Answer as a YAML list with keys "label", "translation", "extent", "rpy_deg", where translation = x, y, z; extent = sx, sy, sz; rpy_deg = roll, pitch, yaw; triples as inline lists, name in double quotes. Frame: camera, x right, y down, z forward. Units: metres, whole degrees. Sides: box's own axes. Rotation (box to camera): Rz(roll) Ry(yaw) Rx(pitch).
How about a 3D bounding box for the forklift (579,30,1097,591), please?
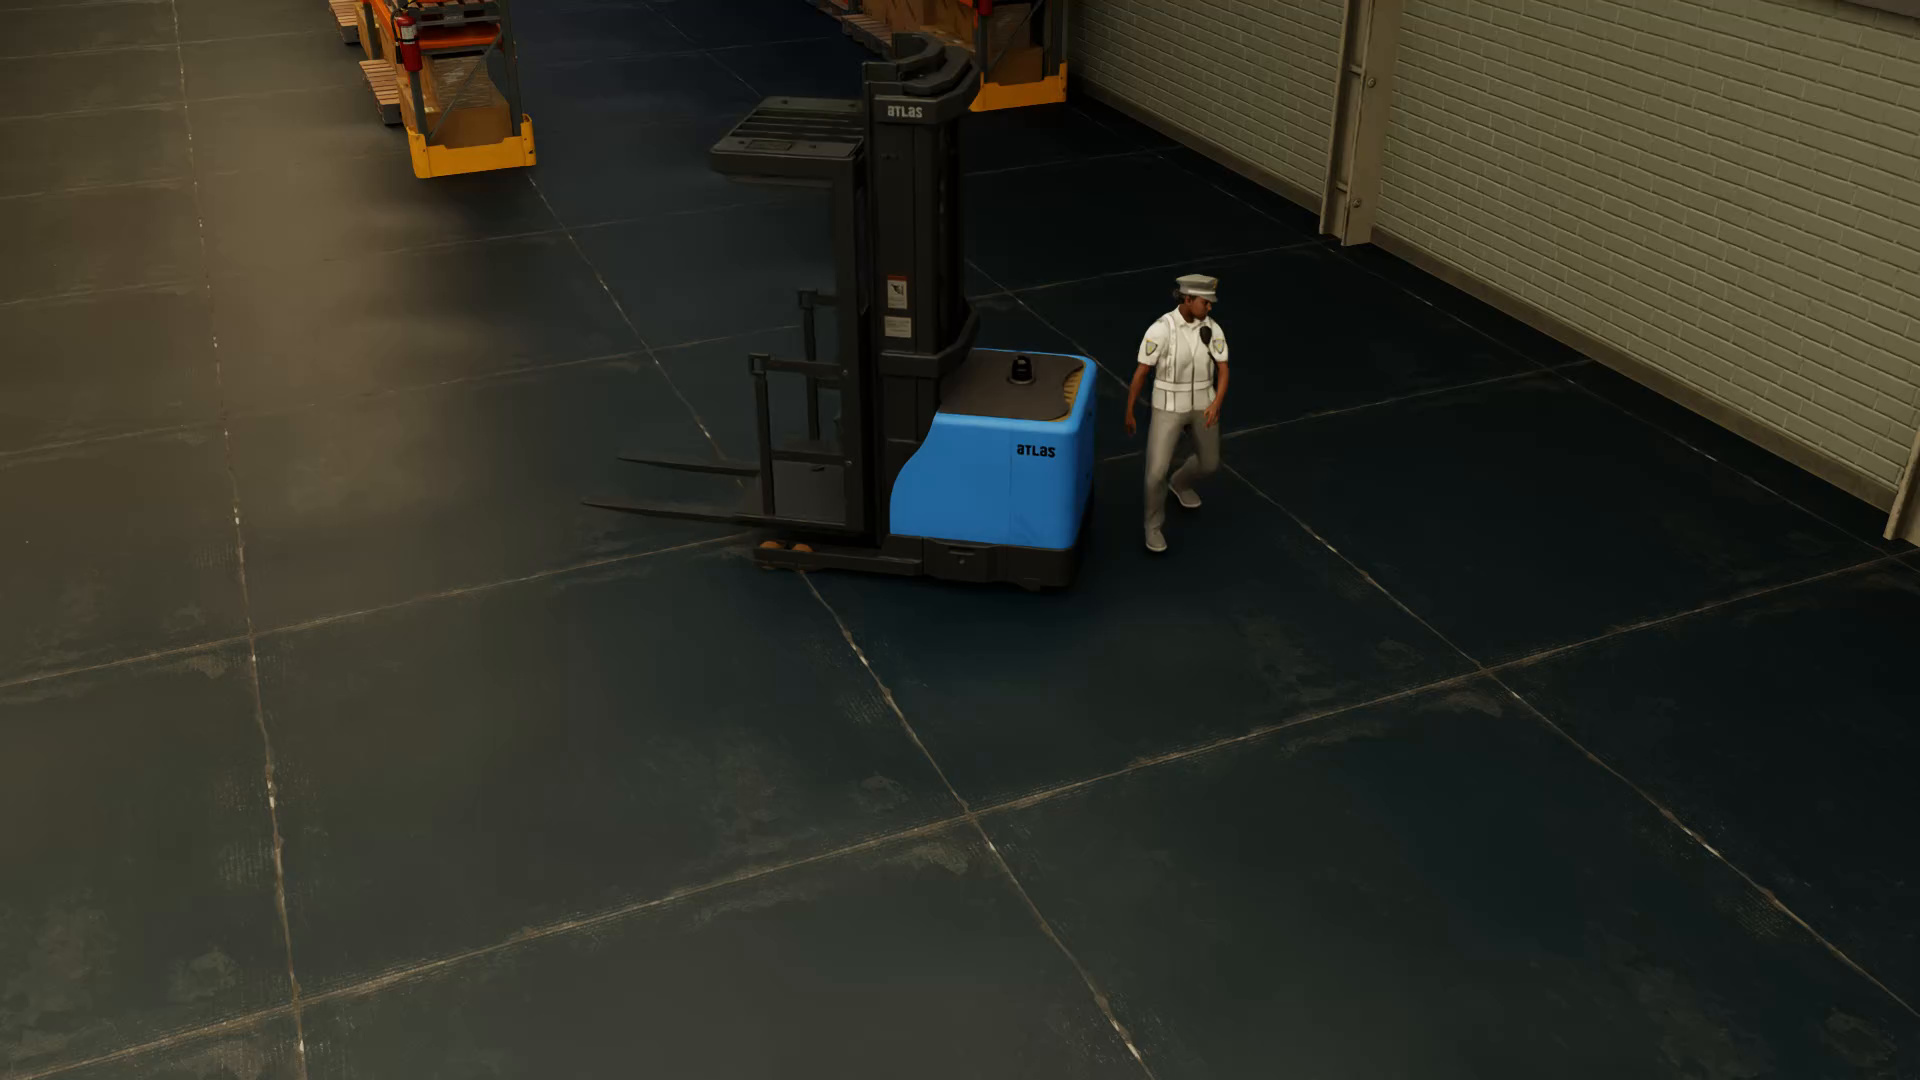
- label: "forklift"
  translation: [-0.749, -1.330, 9.445]
  extent: [3.031, 2.935, 1.130]
  rpy_deg: [5, 30, 9]

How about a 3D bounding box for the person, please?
- label: "person"
  translation: [1.263, -0.764, 9.745]
  extent: [0.643, 1.563, 0.741]
  rpy_deg: [-10, 31, -17]
